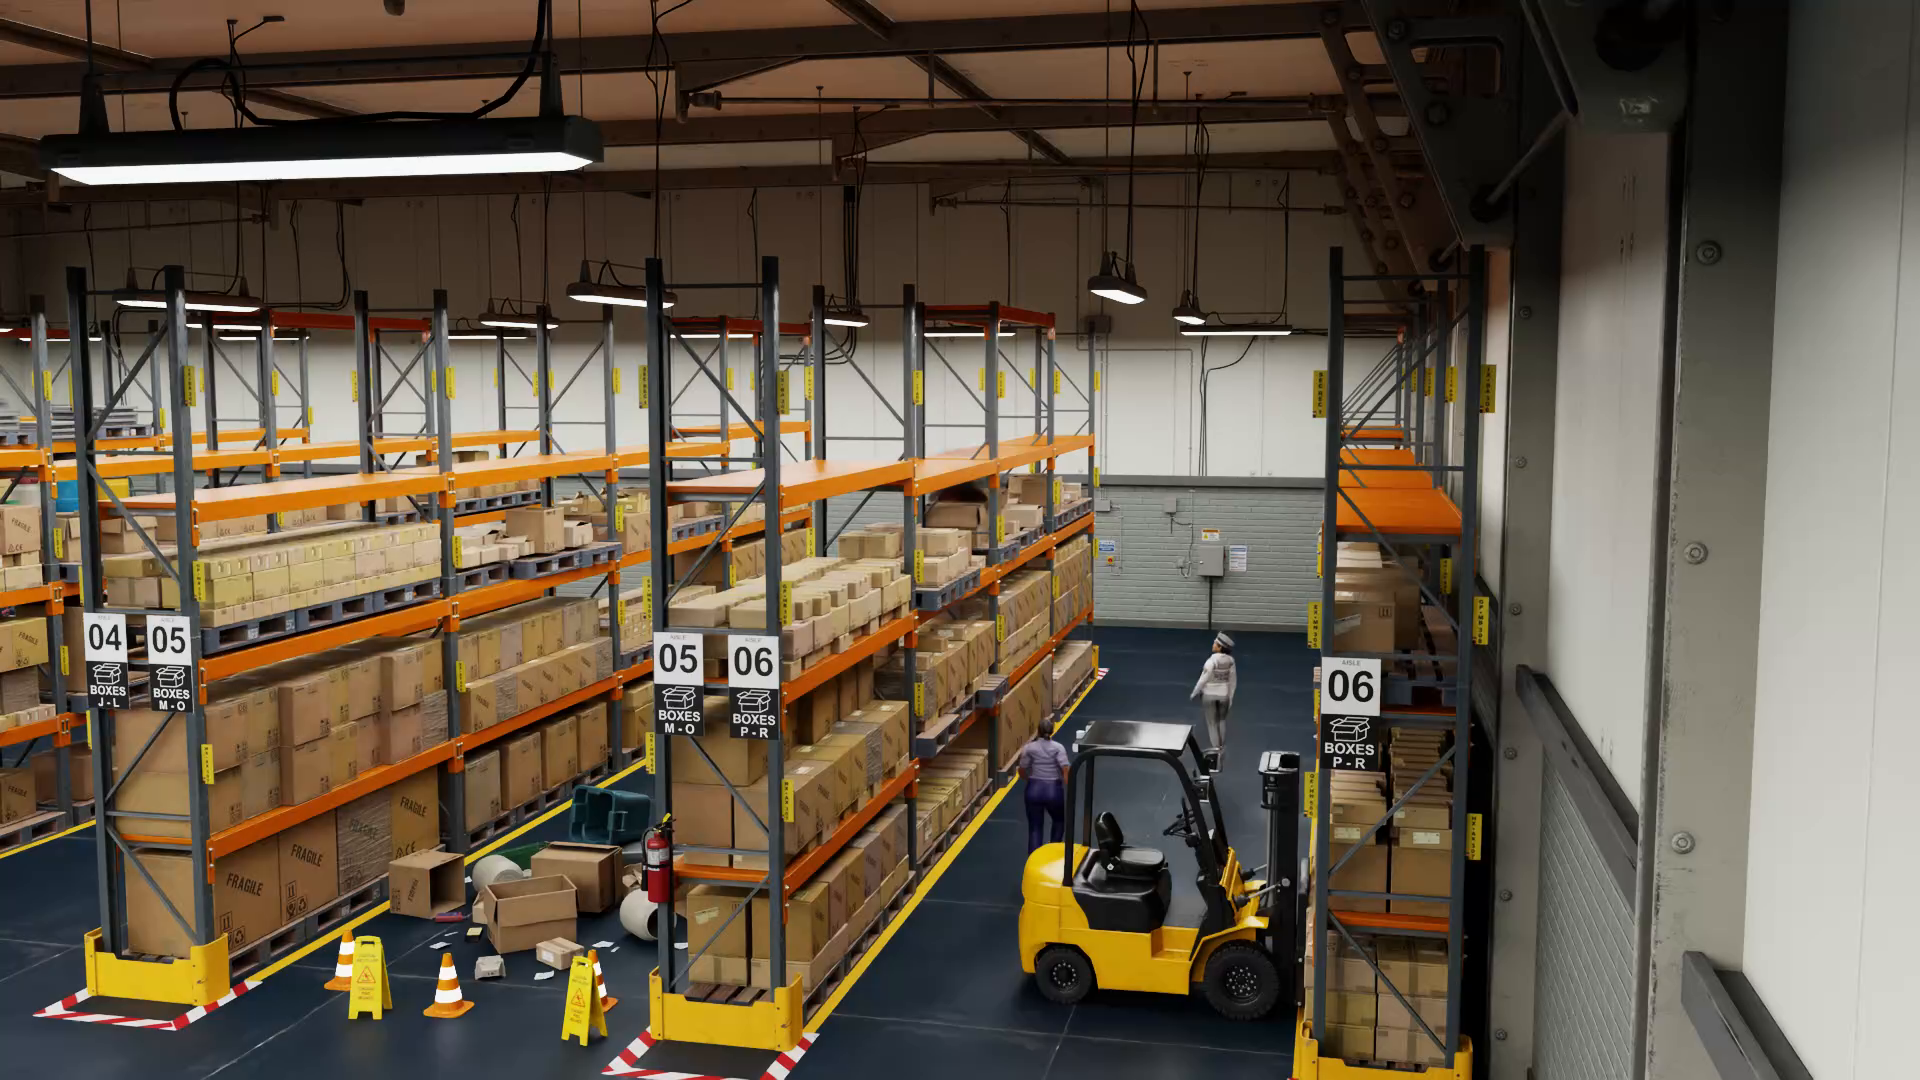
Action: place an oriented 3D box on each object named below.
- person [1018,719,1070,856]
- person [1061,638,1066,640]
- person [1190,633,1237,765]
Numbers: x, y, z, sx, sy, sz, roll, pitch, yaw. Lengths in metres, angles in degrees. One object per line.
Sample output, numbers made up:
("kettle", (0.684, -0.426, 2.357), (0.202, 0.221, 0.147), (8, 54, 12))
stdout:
("person", (0.882, 2.668, 17.148), (0.585, 1.666, 0.806), (1, 6, 13))
("person", (1.556, 1.253, 30.033), (0.878, 1.753, 0.598), (0, 6, -1))
("person", (3.250, 2.025, 21.206), (0.574, 1.727, 0.651), (0, 6, -4))
